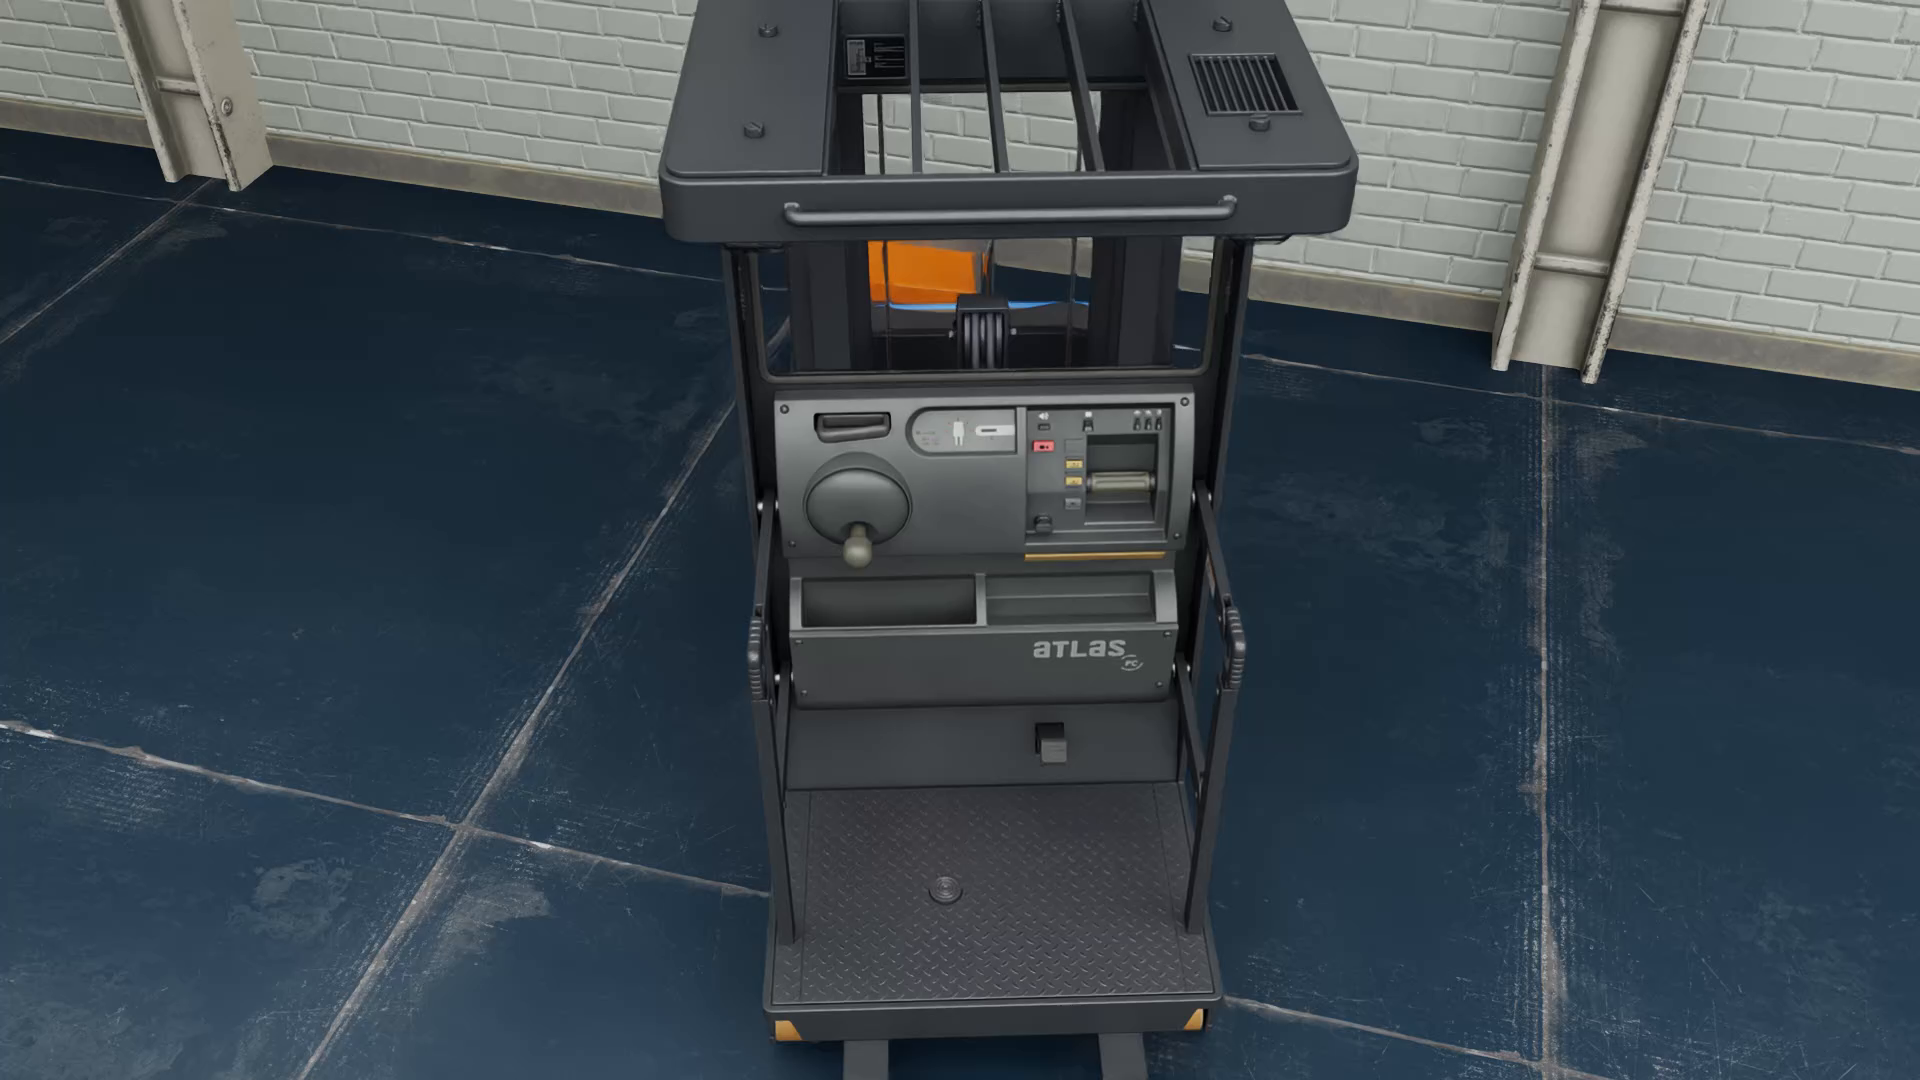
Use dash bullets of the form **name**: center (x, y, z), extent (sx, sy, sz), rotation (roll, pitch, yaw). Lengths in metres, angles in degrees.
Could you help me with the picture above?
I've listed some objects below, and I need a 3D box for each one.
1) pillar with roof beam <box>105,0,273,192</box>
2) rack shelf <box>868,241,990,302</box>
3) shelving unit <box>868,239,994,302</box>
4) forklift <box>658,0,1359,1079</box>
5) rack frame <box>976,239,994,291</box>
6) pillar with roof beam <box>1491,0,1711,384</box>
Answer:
- **pillar with roof beam**: center (-4.583, -2.505, 1.735), extent (0.400, 9.000, 9.100), rotation (10, 41, 11)
- **rack shelf**: center (-0.163, -0.799, 5.157), extent (0.480, 0.148, 0.258), rotation (7, 41, 8)
- **shelving unit**: center (-0.163, -0.498, 5.410), extent (0.503, 1.200, 0.258), rotation (7, 41, 8)
- **forklift**: center (0.065, -0.064, 3.547), extent (1.130, 2.935, 3.031), rotation (-1, 40, -1)
- **rack frame**: center (0.077, -0.469, 5.375), extent (0.015, 1.200, 0.240), rotation (7, 41, 8)
- **pillar with roof beam**: center (1.213, -1.507, 0.548), extent (0.400, 9.000, 9.100), rotation (10, 41, 11)
